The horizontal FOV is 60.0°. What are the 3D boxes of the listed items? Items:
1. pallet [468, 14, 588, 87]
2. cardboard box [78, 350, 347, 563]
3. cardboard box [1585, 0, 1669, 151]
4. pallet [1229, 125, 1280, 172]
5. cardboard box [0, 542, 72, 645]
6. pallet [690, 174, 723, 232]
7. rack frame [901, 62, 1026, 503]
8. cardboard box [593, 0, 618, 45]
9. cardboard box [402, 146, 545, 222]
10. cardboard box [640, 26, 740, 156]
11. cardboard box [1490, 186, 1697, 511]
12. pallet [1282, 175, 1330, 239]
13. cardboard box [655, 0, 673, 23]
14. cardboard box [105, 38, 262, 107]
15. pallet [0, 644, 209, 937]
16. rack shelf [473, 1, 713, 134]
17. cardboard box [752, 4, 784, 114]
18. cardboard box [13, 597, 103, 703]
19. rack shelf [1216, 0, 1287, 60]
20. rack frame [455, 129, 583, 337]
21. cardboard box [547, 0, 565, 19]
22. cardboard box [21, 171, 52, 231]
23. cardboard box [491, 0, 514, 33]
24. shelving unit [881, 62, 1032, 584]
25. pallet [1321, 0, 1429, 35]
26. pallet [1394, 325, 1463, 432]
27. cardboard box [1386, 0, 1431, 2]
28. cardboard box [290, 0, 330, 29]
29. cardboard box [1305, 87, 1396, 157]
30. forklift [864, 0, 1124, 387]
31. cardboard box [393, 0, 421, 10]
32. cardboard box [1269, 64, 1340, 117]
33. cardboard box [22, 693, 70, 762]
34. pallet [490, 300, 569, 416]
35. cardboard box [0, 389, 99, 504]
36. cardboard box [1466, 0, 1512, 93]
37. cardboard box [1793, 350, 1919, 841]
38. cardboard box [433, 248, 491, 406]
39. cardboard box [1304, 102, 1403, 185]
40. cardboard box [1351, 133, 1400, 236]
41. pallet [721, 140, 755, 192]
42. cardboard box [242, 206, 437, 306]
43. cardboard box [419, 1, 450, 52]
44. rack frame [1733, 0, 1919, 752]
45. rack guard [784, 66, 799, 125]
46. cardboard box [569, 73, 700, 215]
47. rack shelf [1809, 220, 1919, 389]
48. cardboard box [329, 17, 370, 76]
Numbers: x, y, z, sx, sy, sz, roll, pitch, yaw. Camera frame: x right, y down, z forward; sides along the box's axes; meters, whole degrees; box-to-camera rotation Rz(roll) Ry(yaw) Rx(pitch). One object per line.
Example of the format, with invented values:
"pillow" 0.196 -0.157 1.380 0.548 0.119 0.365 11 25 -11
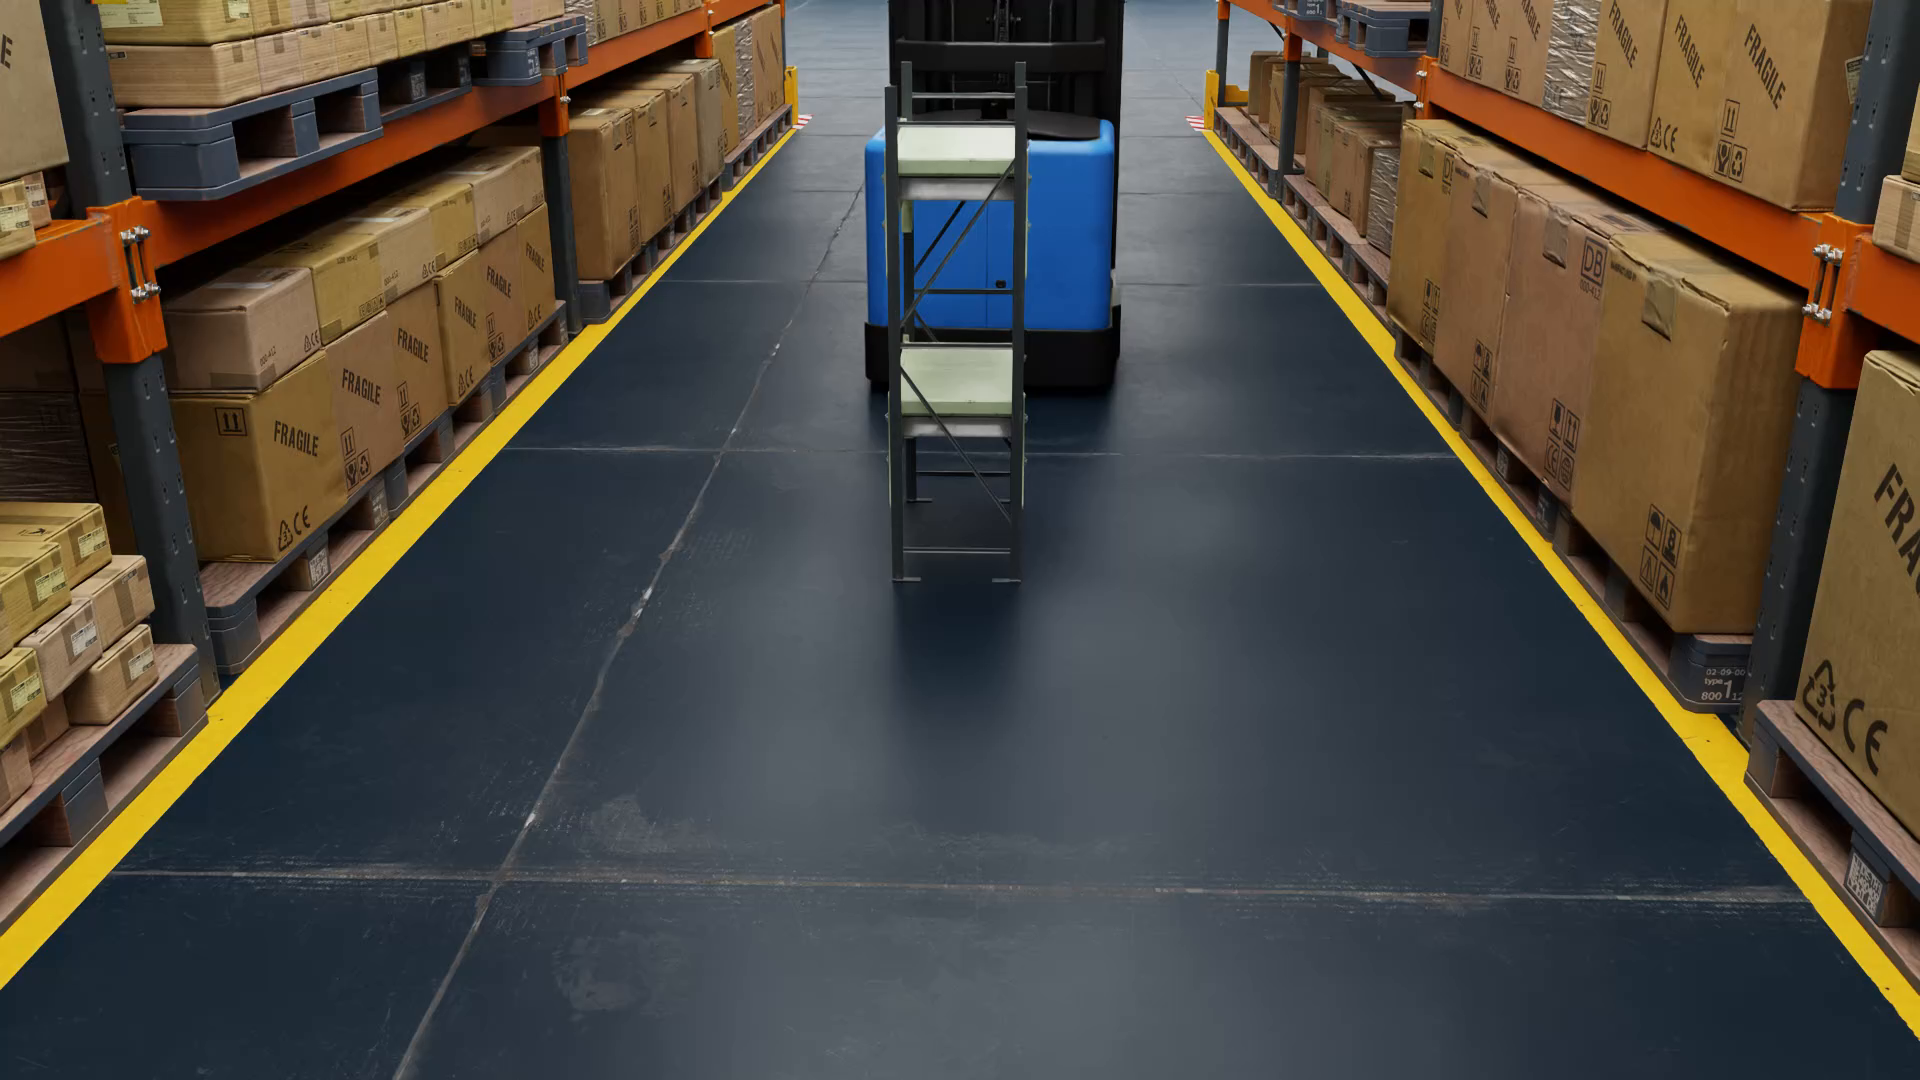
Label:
"pallet" -2.272 -2.064 6.966 1.213 0.211 1.003 1 21 2
"cardboard box" -2.191 -0.260 4.929 0.500 0.500 0.500 1 21 4
"cardboard box" 2.248 -1.461 5.010 0.500 0.500 0.500 0 21 1
"pallet" 2.739 -3.153 13.362 1.003 0.211 1.213 1 21 2
"cardboard box" -2.198 0.115 3.625 0.380 0.149 0.250 1 21 2
"pallet" -2.184 -2.278 11.109 1.003 0.211 1.213 1 21 2
"rack frame" 0.011 -0.834 5.605 0.400 1.500 0.023 1 21 2
"cardboard box" -2.061 -2.802 8.465 0.500 0.500 0.500 0 21 1
"cardboard box" -2.116 -1.542 7.194 0.500 0.250 0.500 0 21 0
"cardboard box" -2.146 -3.290 12.219 0.875 0.875 0.875 1 21 2
"cardboard box" 2.502 -0.635 5.374 1.225 0.875 0.875 0 21 0
"pallet" 2.697 -2.186 10.870 1.003 0.211 1.213 1 21 2
"cardboard box" -2.015 -3.348 9.872 0.500 0.500 0.500 1 21 2
"cardboard box" -2.007 -1.182 4.195 0.380 0.149 0.250 0 21 -1
"pallet" -2.464 0.577 3.749 1.003 0.211 1.213 1 21 2
"rack shelf" -2.296 -2.800 9.593 1.077 0.370 4.000 1 21 2
"cardboard box" -2.068 -4.264 14.728 0.875 0.875 0.875 1 21 2
"cardboard box" -2.166 0.244 3.702 0.380 0.149 0.250 0 21 -1
"rack shelf" 2.780 -4.155 13.085 1.077 0.370 4.000 1 21 2
"rack frame" -2.357 -2.412 7.599 1.000 3.000 0.127 1 21 2
"cardboard box" -1.913 -2.307 7.095 0.380 0.149 0.250 1 21 3
"cardboard box" -2.253 -0.743 3.644 0.380 0.149 0.250 0 21 1
"cardboard box" -1.941 -2.034 6.392 0.380 0.149 0.250 0 21 1
"shelving unit" 0.000 -0.702 5.264 0.431 1.500 0.755 1 21 2
"pallet" 2.617 -2.948 9.244 1.003 0.211 1.213 1 21 2
"pallet" 2.498 -0.737 7.136 1.003 0.211 1.213 1 21 2
"cardboard box" 2.491 -2.962 8.297 0.700 0.500 0.500 4 22 10
"cardboard box" -1.994 -1.508 4.623 0.380 0.149 0.250 1 21 3
"cardboard box" 2.771 -2.942 11.839 0.500 0.500 0.500 0 21 0
"forklift" 0.234 -2.502 7.925 1.130 2.935 3.031 2 21 4
"cardboard box" -1.972 -1.795 5.364 0.380 0.149 0.250 0 21 1
"cardboard box" 2.783 -3.576 13.473 0.500 0.500 0.500 3 21 7
"cardboard box" -2.242 0.406 3.696 0.380 0.149 0.250 1 21 3
"pallet" -2.382 -0.830 7.375 1.003 0.211 1.213 1 21 2
"cardboard box" -2.708 -0.267 4.944 0.500 0.500 0.500 0 21 1
"cardboard box" 2.297 -2.008 6.420 0.500 0.500 0.500 0 21 0
"cardboard box" 2.376 0.158 3.332 0.875 0.875 0.875 1 21 2
"cardboard box" -2.135 -0.823 6.377 0.500 0.500 0.500 0 21 -1
"cardboard box" 2.679 -2.585 10.892 0.700 0.500 0.500 -1 21 -3
"cardboard box" 2.612 -2.009 9.407 0.700 0.500 0.500 2 21 6
"pallet" -2.134 -2.832 12.537 1.003 0.211 1.213 1 21 2
"cardboard box" -2.159 -0.987 5.764 0.500 0.250 0.500 1 21 4
"cardboard box" -1.962 -1.745 5.646 0.380 0.149 0.250 0 21 -1
"rack frame" 2.476 -0.875 3.636 1.000 3.000 0.127 1 21 2
"rack guard" -2.113 -4.148 15.528 1.175 0.500 0.348 1 21 2
"cardboard box" -2.198 -2.431 10.177 1.050 0.750 0.750 1 21 2
"rack shelf" 2.415 0.184 1.903 1.077 0.370 4.000 1 21 2
"cardboard box" -1.984 -1.463 4.920 0.380 0.149 0.250 1 21 2
